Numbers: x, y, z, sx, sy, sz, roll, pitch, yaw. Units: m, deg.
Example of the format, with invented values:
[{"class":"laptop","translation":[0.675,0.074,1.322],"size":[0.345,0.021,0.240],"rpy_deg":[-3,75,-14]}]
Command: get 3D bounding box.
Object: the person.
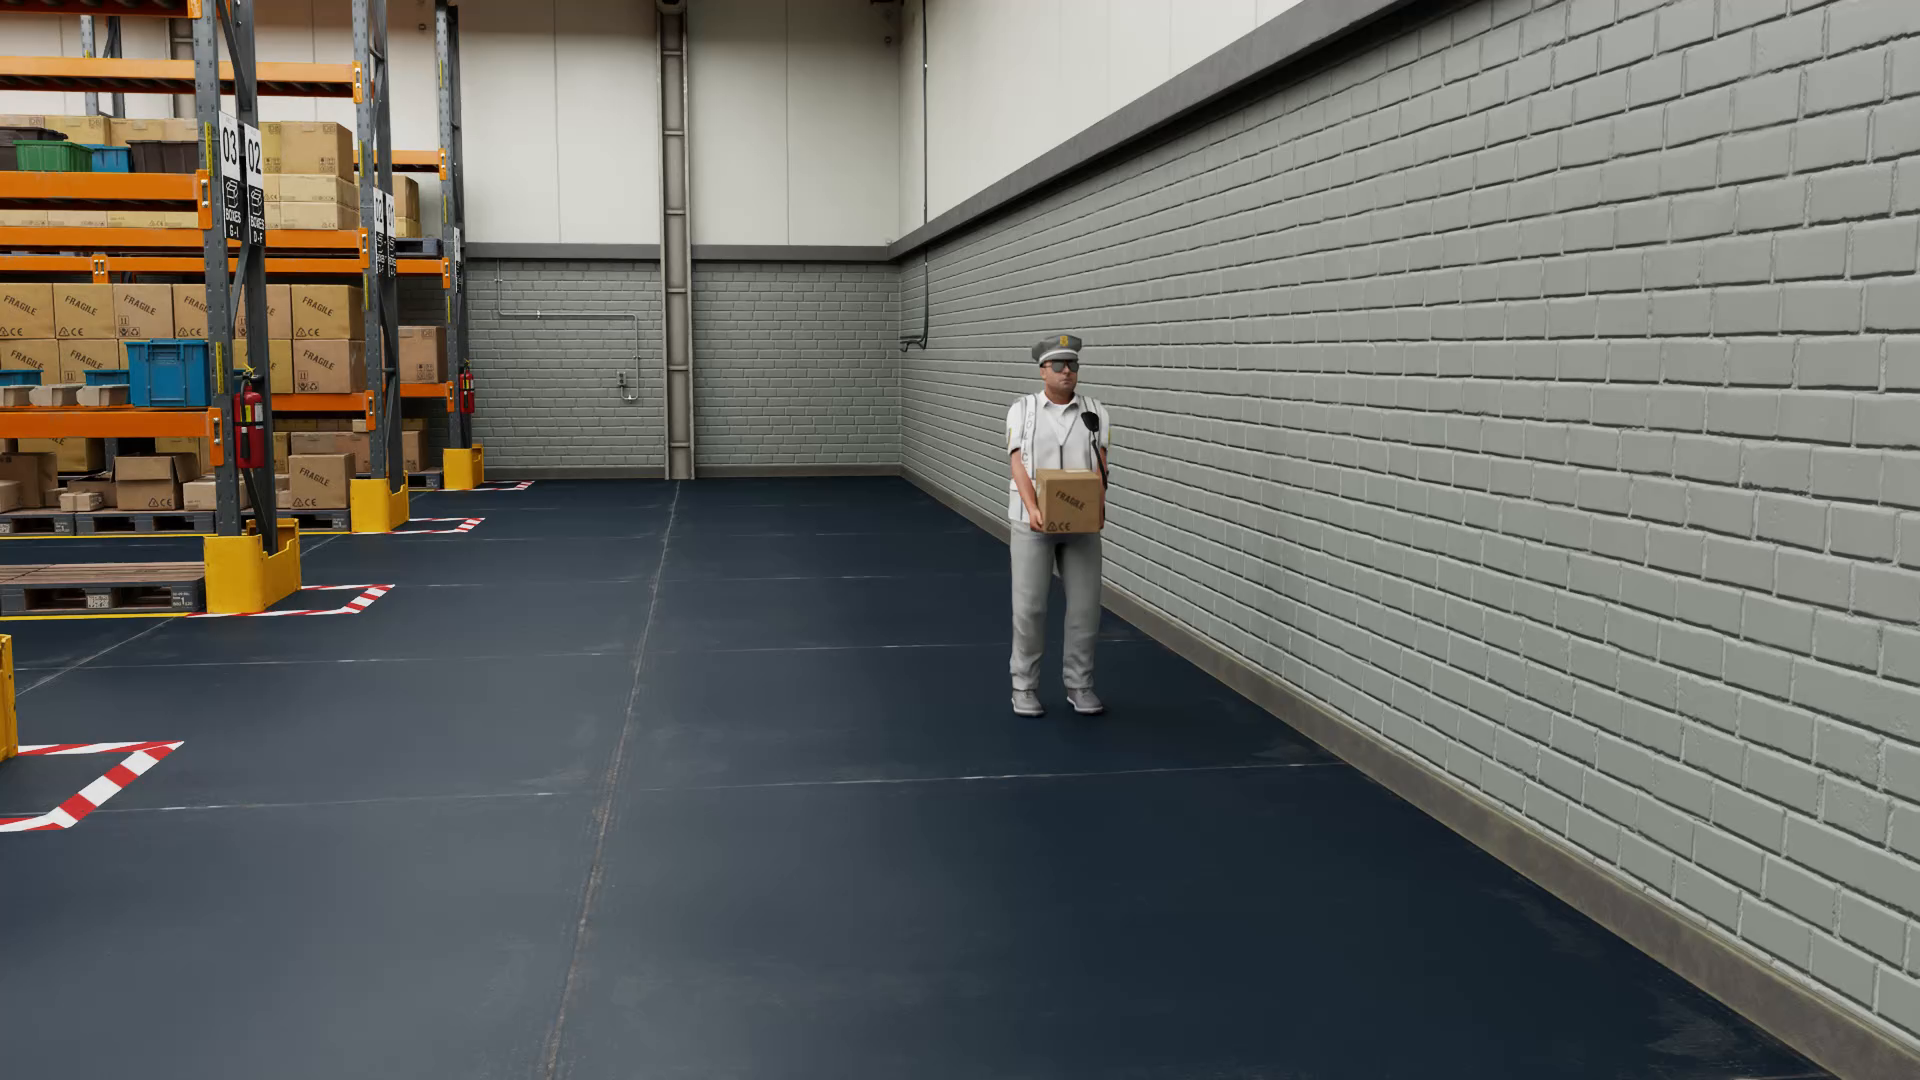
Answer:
[{"class":"person","translation":[0.475,-0.068,7.734],"size":[0.494,1.761,0.565],"rpy_deg":[-1,6,-8]}]
